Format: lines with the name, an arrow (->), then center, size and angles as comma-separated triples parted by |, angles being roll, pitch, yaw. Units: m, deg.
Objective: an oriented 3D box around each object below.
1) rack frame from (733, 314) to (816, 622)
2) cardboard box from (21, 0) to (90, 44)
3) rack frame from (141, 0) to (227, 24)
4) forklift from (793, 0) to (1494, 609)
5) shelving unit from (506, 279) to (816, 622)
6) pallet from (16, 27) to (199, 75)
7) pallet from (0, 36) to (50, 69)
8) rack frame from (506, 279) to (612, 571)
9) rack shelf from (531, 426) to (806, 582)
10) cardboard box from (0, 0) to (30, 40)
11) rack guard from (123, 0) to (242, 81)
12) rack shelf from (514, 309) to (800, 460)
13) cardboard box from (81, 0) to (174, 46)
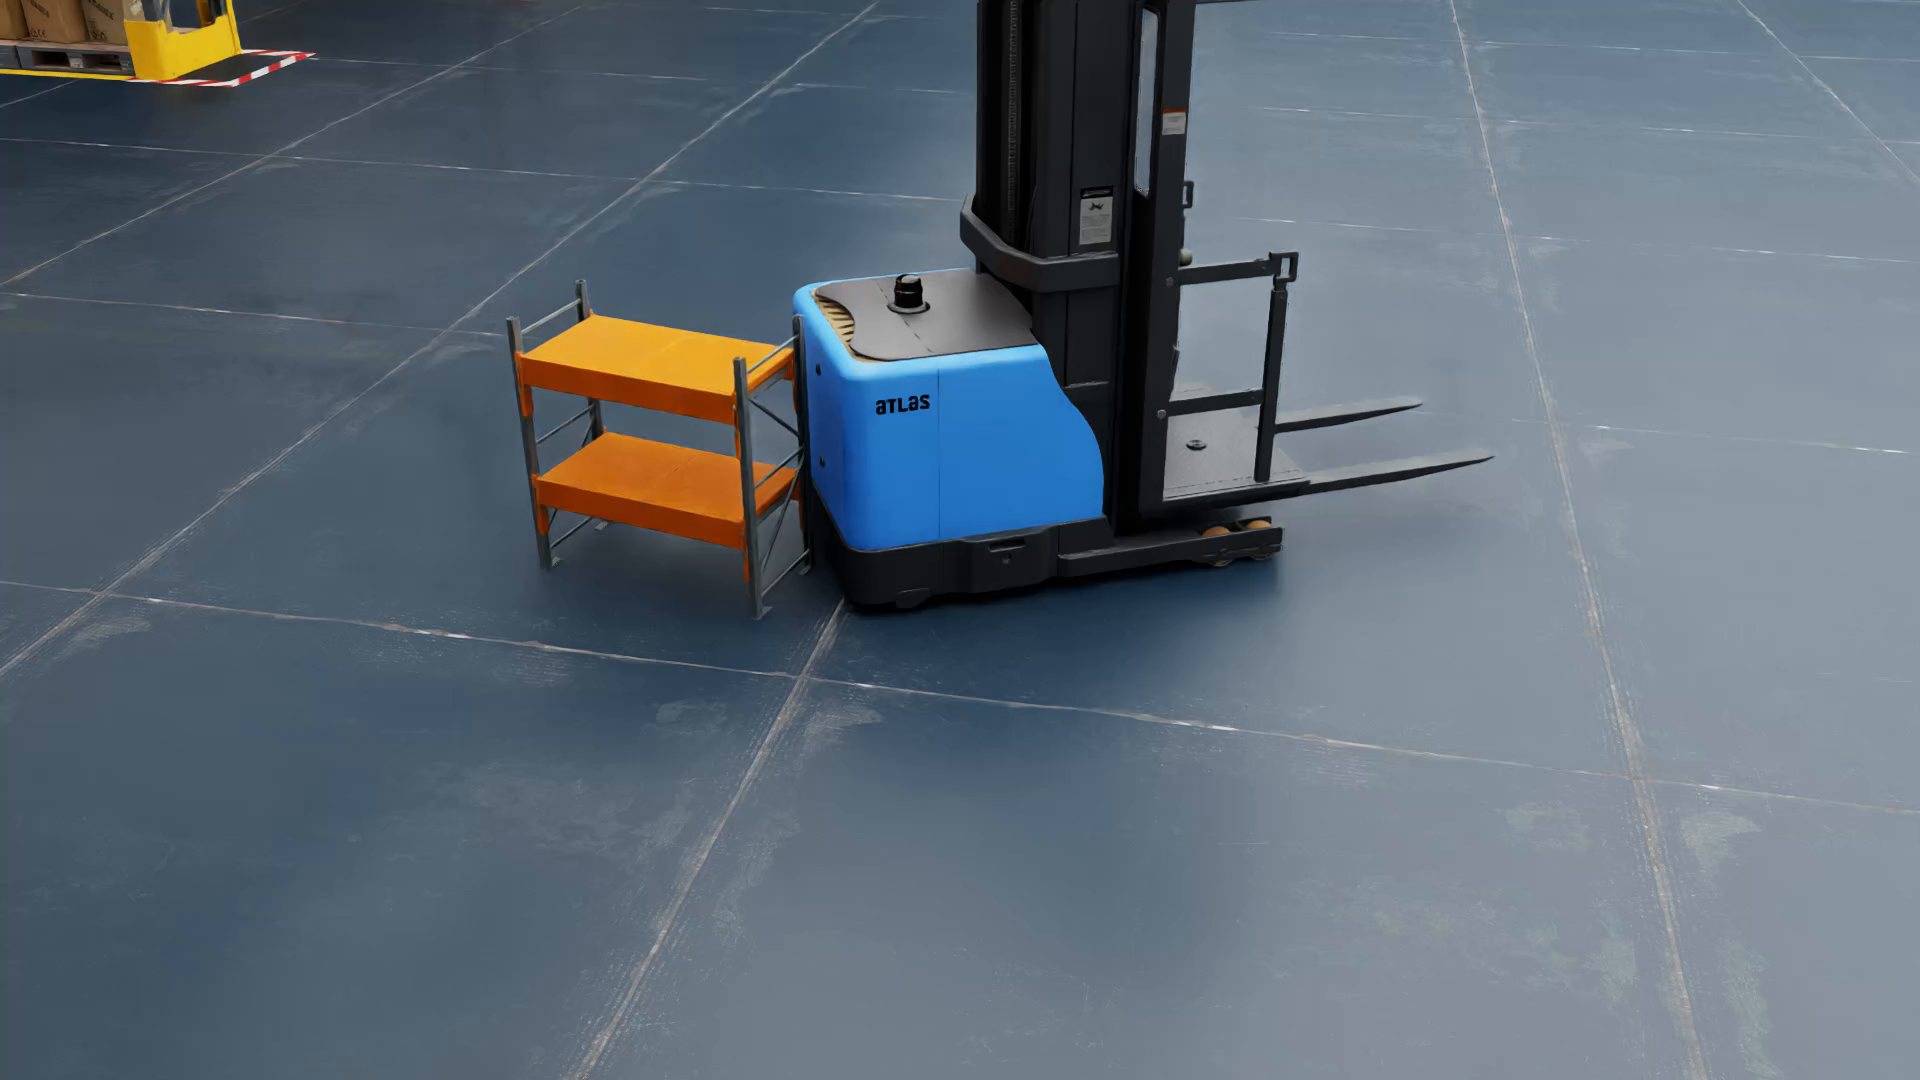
rack frame -> -0.724, -0.280, 6.590 | 0.032, 1.125, 0.500 | 12, 31, 20
cardboard box -> -8.136, -4.839, 15.132 | 0.500, 0.500, 0.500 | 14, 32, 24
rack frame -> -6.937, -5.637, 14.424 | 0.127, 3.000, 1.000 | 6, 29, 11
forklift -> 0.861, -1.406, 6.767 | 3.031, 2.935, 1.130 | -8, 30, -15
shelving unit -> -1.191, -0.377, 6.767 | 1.048, 1.125, 0.538 | 12, 31, 20
pallet -> -7.799, -4.520, 15.286 | 1.213, 0.211, 1.003 | 6, 29, 11
pallet -> -8.988, -4.643, 15.512 | 1.213, 0.211, 1.003 | 6, 29, 11
rack frame -> -1.657, -0.474, 6.945 | 0.032, 1.125, 0.500 | 12, 31, 20
rack shelf -> -1.191, -0.163, 6.885 | 1.000, 0.278, 0.538 | 12, 31, 20
cardboard box -> -8.744, -4.911, 15.263 | 0.500, 0.500, 0.500 | 9, 30, 15
rack guard -> -7.011, -4.549, 15.038 | 0.348, 0.500, 1.175 | 6, 29, 11
rack shelf -> -1.191, -0.634, 6.627 | 1.000, 0.278, 0.538 | 12, 31, 20
cardboard box -> -7.544, -4.796, 15.052 | 0.500, 0.500, 0.500 | 11, 31, 20
